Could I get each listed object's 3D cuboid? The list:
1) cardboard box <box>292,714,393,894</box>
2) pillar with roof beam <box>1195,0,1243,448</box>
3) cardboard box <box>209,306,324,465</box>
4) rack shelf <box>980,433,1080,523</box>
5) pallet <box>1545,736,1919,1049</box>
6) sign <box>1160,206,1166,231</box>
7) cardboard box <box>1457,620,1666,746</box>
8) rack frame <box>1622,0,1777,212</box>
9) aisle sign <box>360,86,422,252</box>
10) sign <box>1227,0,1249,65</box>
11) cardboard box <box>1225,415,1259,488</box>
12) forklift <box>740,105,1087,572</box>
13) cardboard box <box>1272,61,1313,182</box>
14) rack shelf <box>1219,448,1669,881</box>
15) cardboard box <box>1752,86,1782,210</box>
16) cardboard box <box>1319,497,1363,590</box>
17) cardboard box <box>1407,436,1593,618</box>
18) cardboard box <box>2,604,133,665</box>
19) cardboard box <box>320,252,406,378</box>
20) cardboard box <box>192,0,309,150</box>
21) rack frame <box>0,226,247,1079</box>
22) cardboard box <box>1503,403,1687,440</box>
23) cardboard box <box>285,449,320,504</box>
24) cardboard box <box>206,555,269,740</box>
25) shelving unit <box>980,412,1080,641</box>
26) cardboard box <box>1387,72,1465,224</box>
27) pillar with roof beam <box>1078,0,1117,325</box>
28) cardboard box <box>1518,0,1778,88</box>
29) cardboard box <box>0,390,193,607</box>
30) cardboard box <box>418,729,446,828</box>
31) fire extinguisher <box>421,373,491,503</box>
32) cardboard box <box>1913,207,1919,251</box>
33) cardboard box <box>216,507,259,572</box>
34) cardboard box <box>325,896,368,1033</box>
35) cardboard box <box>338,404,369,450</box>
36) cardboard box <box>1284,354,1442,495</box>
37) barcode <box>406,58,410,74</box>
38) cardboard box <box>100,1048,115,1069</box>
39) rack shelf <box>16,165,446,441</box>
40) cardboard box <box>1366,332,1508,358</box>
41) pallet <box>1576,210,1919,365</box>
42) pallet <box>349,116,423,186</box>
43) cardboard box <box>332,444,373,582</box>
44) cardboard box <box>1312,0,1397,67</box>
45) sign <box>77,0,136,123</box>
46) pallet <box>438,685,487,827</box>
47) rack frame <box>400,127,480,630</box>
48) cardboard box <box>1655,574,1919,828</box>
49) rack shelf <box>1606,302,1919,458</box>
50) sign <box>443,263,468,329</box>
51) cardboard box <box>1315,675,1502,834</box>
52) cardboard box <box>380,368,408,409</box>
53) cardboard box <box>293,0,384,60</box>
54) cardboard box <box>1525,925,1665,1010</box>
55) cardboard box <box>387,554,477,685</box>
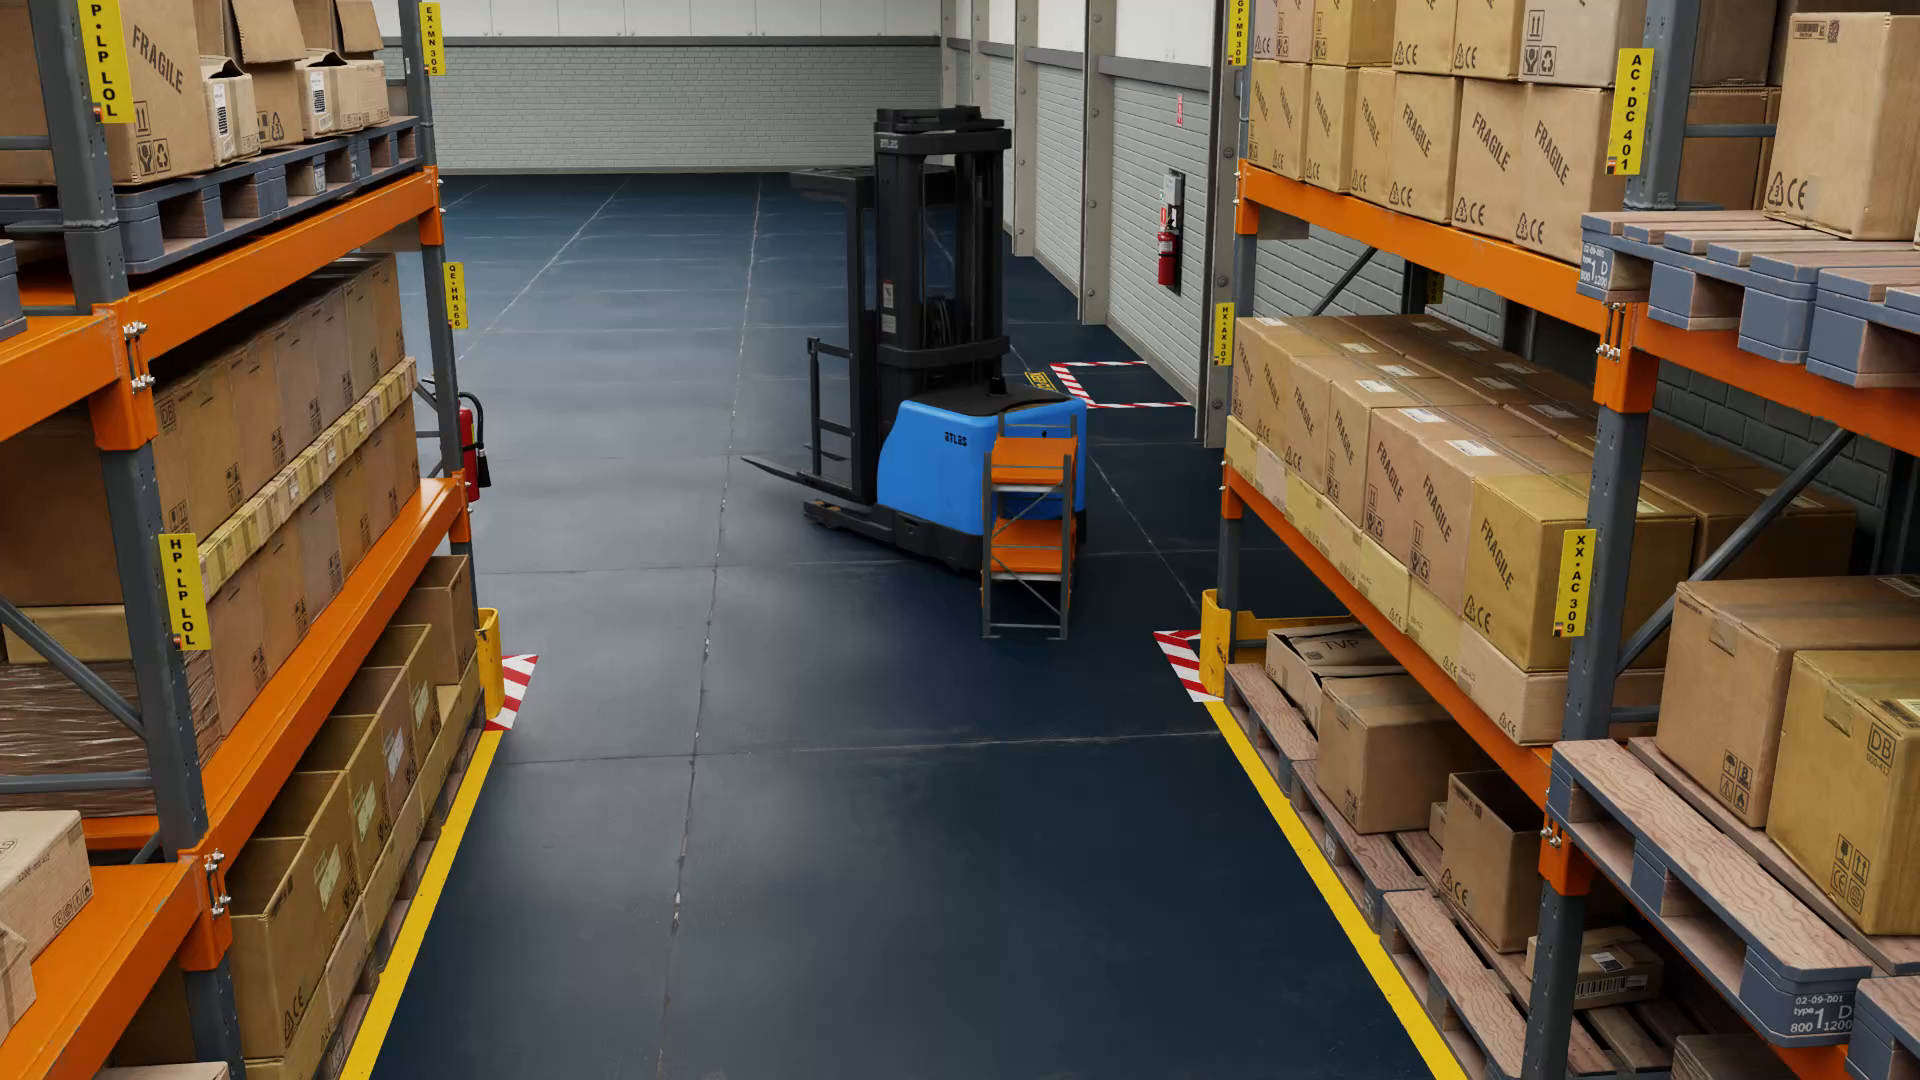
[{"bbox_3d":[-2.442,0.982,6.178,0.500,0.500,0.500,-2,18,-6],"label":"cardboard box"},{"bbox_3d":[-2.057,-5.006,12.601,9.100,9.000,0.400,-2,18,-6],"label":"pillar with roof beam"},{"bbox_3d":[-2.810,-0.573,6.161,0.700,0.500,0.500,-2,18,-6],"label":"cardboard box"},{"bbox_3d":[0.436,-0.386,10.053,0.538,0.278,1.000,2,18,6],"label":"rack shelf"},{"bbox_3d":[2.258,0.844,4.301,1.003,0.211,1.213,-2,18,-6],"label":"pallet"},{"bbox_3d":[2.054,-3.200,16.801,0.001,0.329,0.234,-2,18,-6],"label":"sign"},{"bbox_3d":[1.974,0.451,5.451,0.500,0.250,0.500,-2,18,-6],"label":"cardboard box"},{"bbox_3d":[2.324,-2.342,4.113,1.000,3.000,0.127,-2,18,-6],"label":"rack frame"},{"bbox_3d":[-2.730,-1.786,8.019,0.394,0.787,0.004,-2,18,-6],"label":"aisle sign"},{"bbox_3d":[1.372,-2.503,8.174,0.100,0.325,0.005,-2,18,-6],"label":"sign"},{"bbox_3d":[1.646,-0.454,8.333,0.500,0.250,0.500,-2,18,-7],"label":"cardboard box"},{"bbox_3d":[-0.480,-1.560,11.754,1.130,2.935,3.031,-15,23,-39],"label":"forklift"},{"bbox_3d":[1.717,-1.891,7.486,0.500,0.500,0.500,-1,17,-2],"label":"cardboard box"},{"bbox_3d":[2.118,0.268,7.018,1.077,0.370,4.000,-2,18,-6],"label":"rack shelf"},{"bbox_3d":[2.524,-1.122,5.035,0.500,0.500,0.500,-1,17,-4],"label":"cardboard box"},{"bbox_3d":[1.810,0.003,6.878,0.500,0.250,0.500,-2,18,-5],"label":"cardboard box"},{"bbox_3d":[1.911,-0.055,5.811,0.500,0.500,0.500,-2,18,-6],"label":"cardboard box"},{"bbox_3d":[-2.438,0.231,4.683,0.380,0.149,0.250,-2,18,-6],"label":"cardboard box"},{"bbox_3d":[-2.974,-1.029,7.613,0.700,0.500,0.500,-2,18,-5],"label":"cardboard box"},{"bbox_3d":[-2.647,-1.568,5.548,0.797,0.503,0.637,0,17,0],"label":"cardboard box"},{"bbox_3d":[-2.603,0.674,4.521,1.000,3.000,0.127,-2,18,-6],"label":"rack frame"},{"bbox_3d":[2.388,-0.225,6.351,0.500,0.500,0.500,-1,17,-4],"label":"cardboard box"},{"bbox_3d":[-2.601,-0.230,6.153,0.380,0.149,0.250,-2,18,-6],"label":"cardboard box"},{"bbox_3d":[-2.716,0.338,5.426,0.700,0.500,0.500,-2,18,-6],"label":"cardboard box"},{"bbox_3d":[0.436,-0.107,10.141,0.538,1.125,1.048,2,18,6],"label":"shelving unit"},{"bbox_3d":[1.892,-1.426,6.003,0.500,0.500,0.500,-2,18,-8],"label":"cardboard box"},{"bbox_3d":[-2.676,-6.794,18.295,9.100,9.000,0.400,-2,18,-6],"label":"pillar with roof beam"},{"bbox_3d":[2.003,-1.586,4.844,0.500,0.500,0.500,-3,18,-10],"label":"cardboard box"},{"bbox_3d":[-2.655,-0.124,4.732,0.700,0.500,0.500,-2,18,-5],"label":"cardboard box"},{"bbox_3d":[-2.549,1.042,7.239,0.500,0.250,0.500,-2,18,-6],"label":"cardboard box"},{"bbox_3d":[-2.565,-0.530,8.487,0.296,0.674,0.183,-2,18,-6],"label":"fire extinguisher"},{"bbox_3d":[2.364,-0.720,3.402,0.500,0.311,0.500,-1,17,-4],"label":"cardboard box"},{"bbox_3d":[-2.521,0.002,5.415,0.380,0.149,0.250,-2,18,-6],"label":"cardboard box"},{"bbox_3d":[-2.395,1.489,5.815,0.500,0.250,0.500,-2,18,-6],"label":"cardboard box"},{"bbox_3d":[-2.680,-0.459,6.882,0.380,0.149,0.250,-1,17,-4],"label":"cardboard box"},{"bbox_3d":[1.750,-0.514,7.272,0.500,0.500,0.500,-2,18,-7],"label":"cardboard box"},{"bbox_3d":[-2.504,-2.150,7.542,0.001,0.075,0.075,-2,18,-6],"label":"barcode"},{"bbox_3d":[-2.868,1.655,5.289,0.500,0.250,0.500,-2,18,-6],"label":"cardboard box"},{"bbox_3d":[-2.809,-1.009,6.077,1.077,0.370,4.000,-2,18,-6],"label":"rack shelf"},{"bbox_3d":[2.214,-0.683,7.810,0.500,0.500,0.500,-2,17,-5],"label":"cardboard box"},{"bbox_3d":[2.282,-0.634,3.995,1.213,0.211,1.003,-2,18,-6],"label":"pallet"},{"bbox_3d":[-2.968,-1.695,7.207,1.003,0.211,1.213,-2,18,-6],"label":"pallet"},{"bbox_3d":[-2.875,-0.121,6.888,0.700,0.500,0.500,-2,18,-5],"label":"cardboard box"},{"bbox_3d":[1.775,-2.211,6.835,0.500,0.500,0.500,-1,17,-4],"label":"cardboard box"},{"bbox_3d":[-2.064,-1.173,4.010,0.100,0.325,0.005,-2,18,-6],"label":"sign"},{"bbox_3d":[-2.895,1.040,8.013,1.003,0.211,1.213,-2,18,-6],"label":"pallet"},{"bbox_3d":[-3.015,-0.517,8.317,1.000,3.000,0.127,-2,18,-6],"label":"rack frame"},{"bbox_3d":[2.343,0.415,4.445,0.700,0.500,0.500,-2,18,-5],"label":"cardboard box"},{"bbox_3d":[2.530,0.028,2.773,1.077,0.370,4.000,-2,18,-6],"label":"rack shelf"},{"bbox_3d":[-2.474,-1.195,8.148,0.100,0.325,0.005,-2,18,-6],"label":"sign"},{"bbox_3d":[1.978,0.910,7.209,0.700,0.500,0.500,-3,18,-9],"label":"cardboard box"},{"bbox_3d":[-2.758,-0.689,7.613,0.380,0.149,0.250,-1,17,-4],"label":"cardboard box"},{"bbox_3d":[-2.960,-2.094,7.223,0.797,0.503,0.637,-1,17,-2],"label":"cardboard box"},{"bbox_3d":[2.239,1.504,5.875,0.380,0.166,0.250,-4,18,-13],"label":"cardboard box"},{"bbox_3d":[-2.664,0.387,8.074,0.500,0.500,0.500,-2,18,-6],"label":"cardboard box"}]
